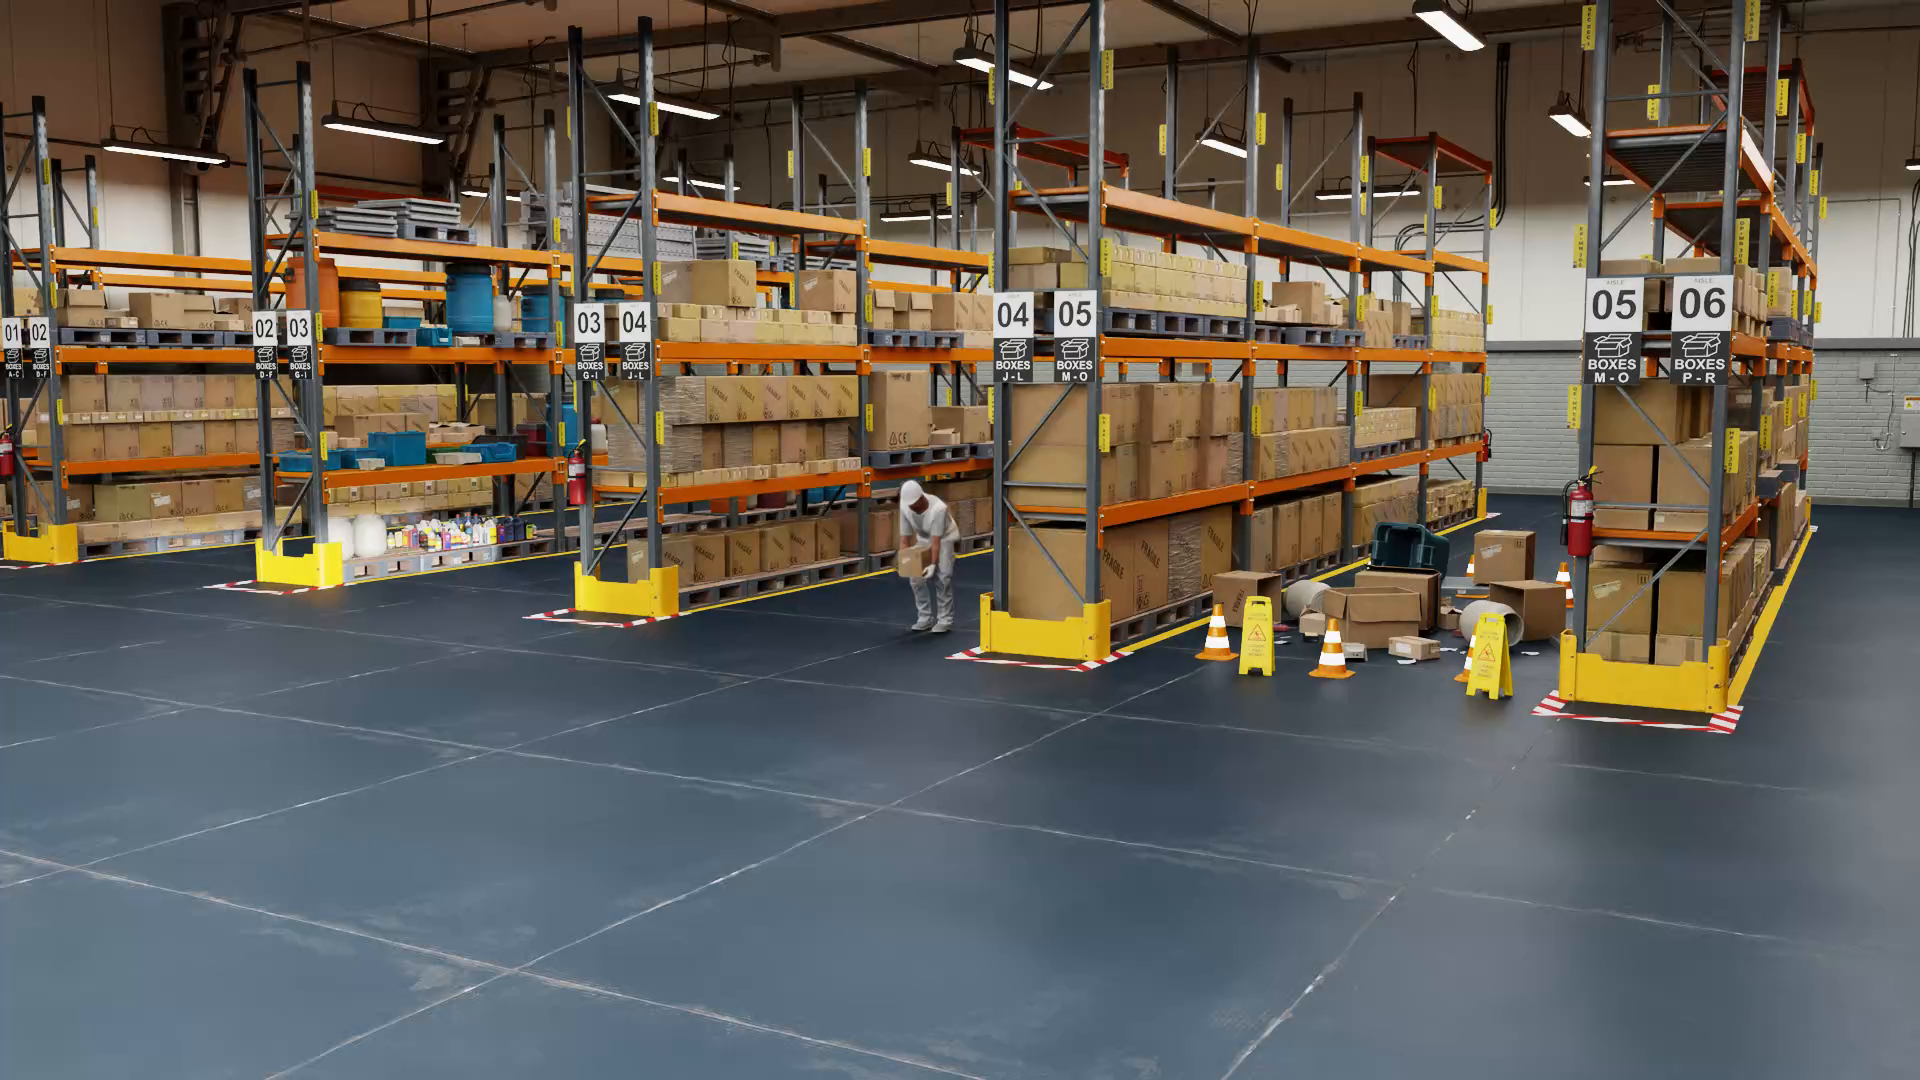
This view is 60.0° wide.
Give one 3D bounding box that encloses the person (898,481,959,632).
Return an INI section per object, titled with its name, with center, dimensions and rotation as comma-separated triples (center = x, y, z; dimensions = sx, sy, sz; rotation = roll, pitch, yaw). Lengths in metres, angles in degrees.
[person]
center = -0.323, 0.155, 15.925
dimensions = 0.494, 1.484, 0.854
rotation = 3, 7, 27
